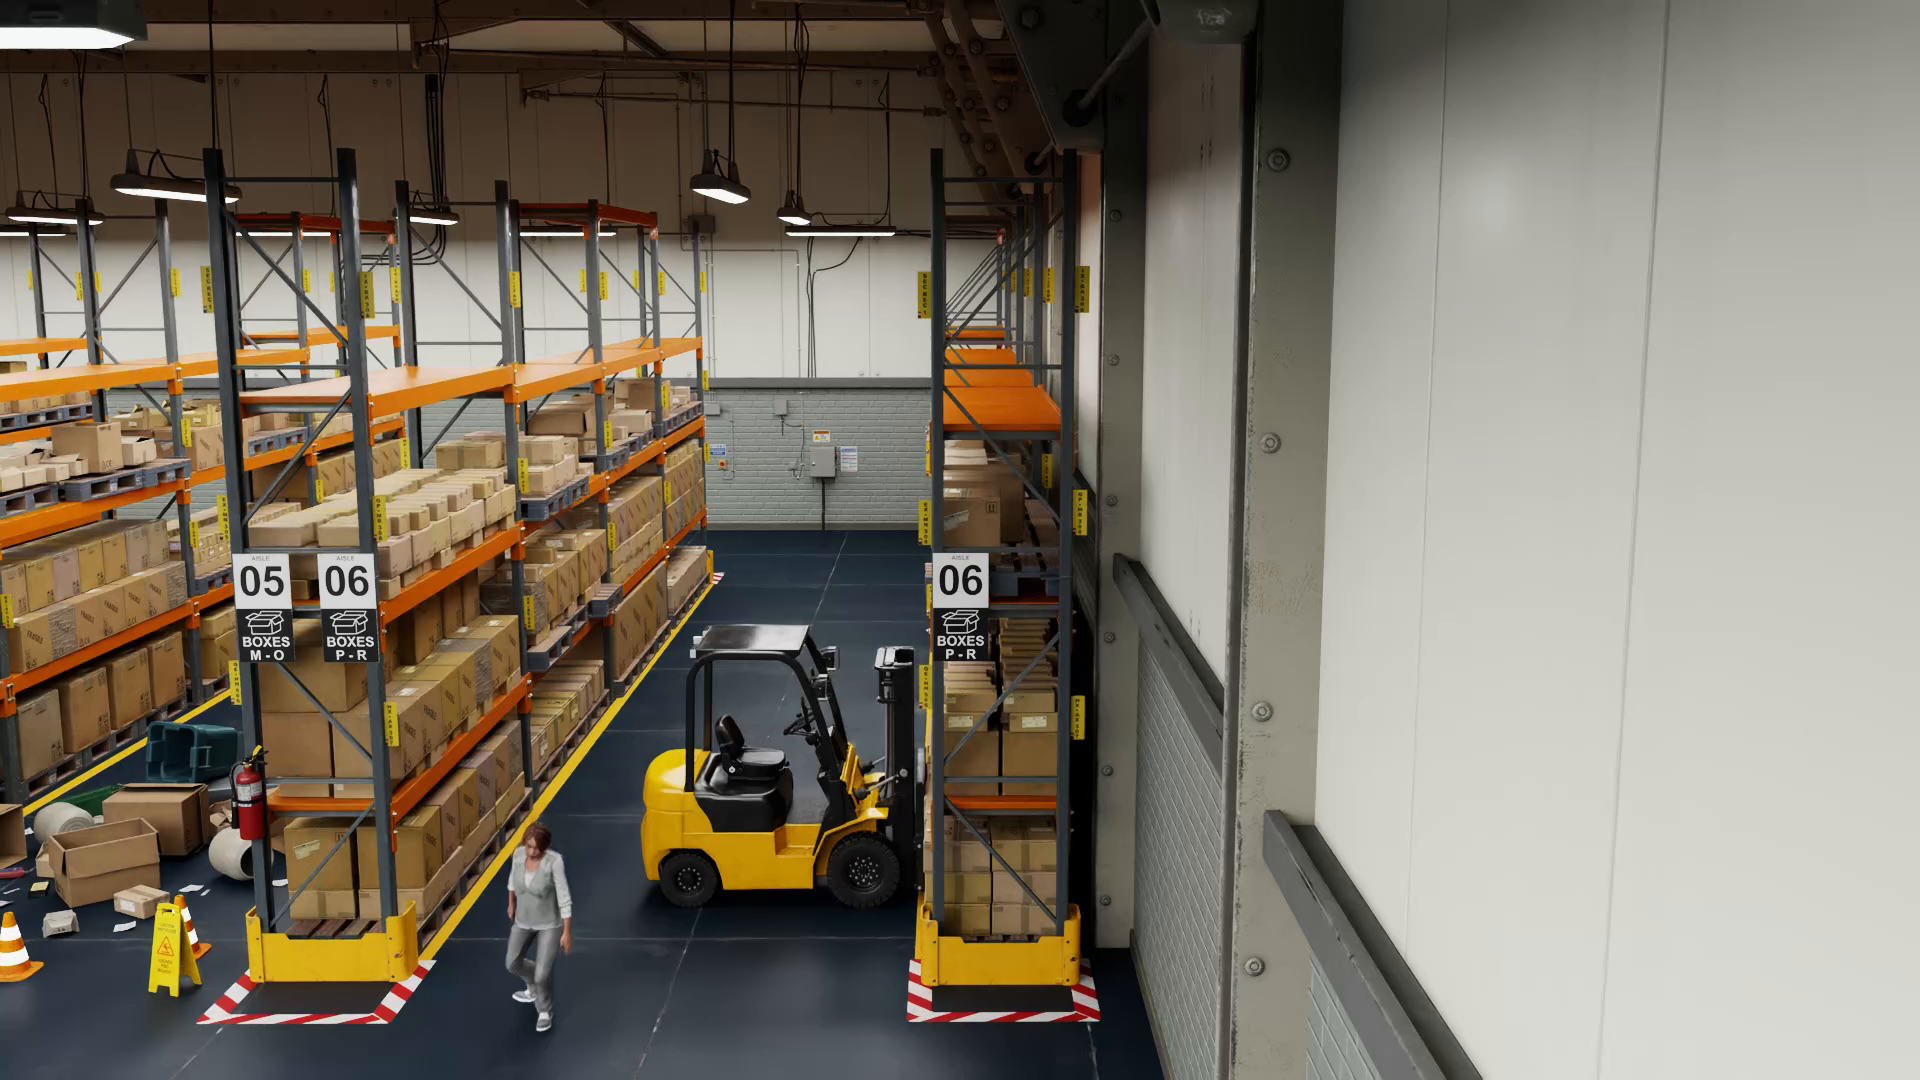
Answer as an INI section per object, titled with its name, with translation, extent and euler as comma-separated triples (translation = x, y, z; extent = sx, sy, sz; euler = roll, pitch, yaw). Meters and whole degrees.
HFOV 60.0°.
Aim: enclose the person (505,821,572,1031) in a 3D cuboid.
[person]
translation = -2.892, 2.613, 11.433
extent = 0.664, 1.516, 0.588
euler = 3, 10, 16
